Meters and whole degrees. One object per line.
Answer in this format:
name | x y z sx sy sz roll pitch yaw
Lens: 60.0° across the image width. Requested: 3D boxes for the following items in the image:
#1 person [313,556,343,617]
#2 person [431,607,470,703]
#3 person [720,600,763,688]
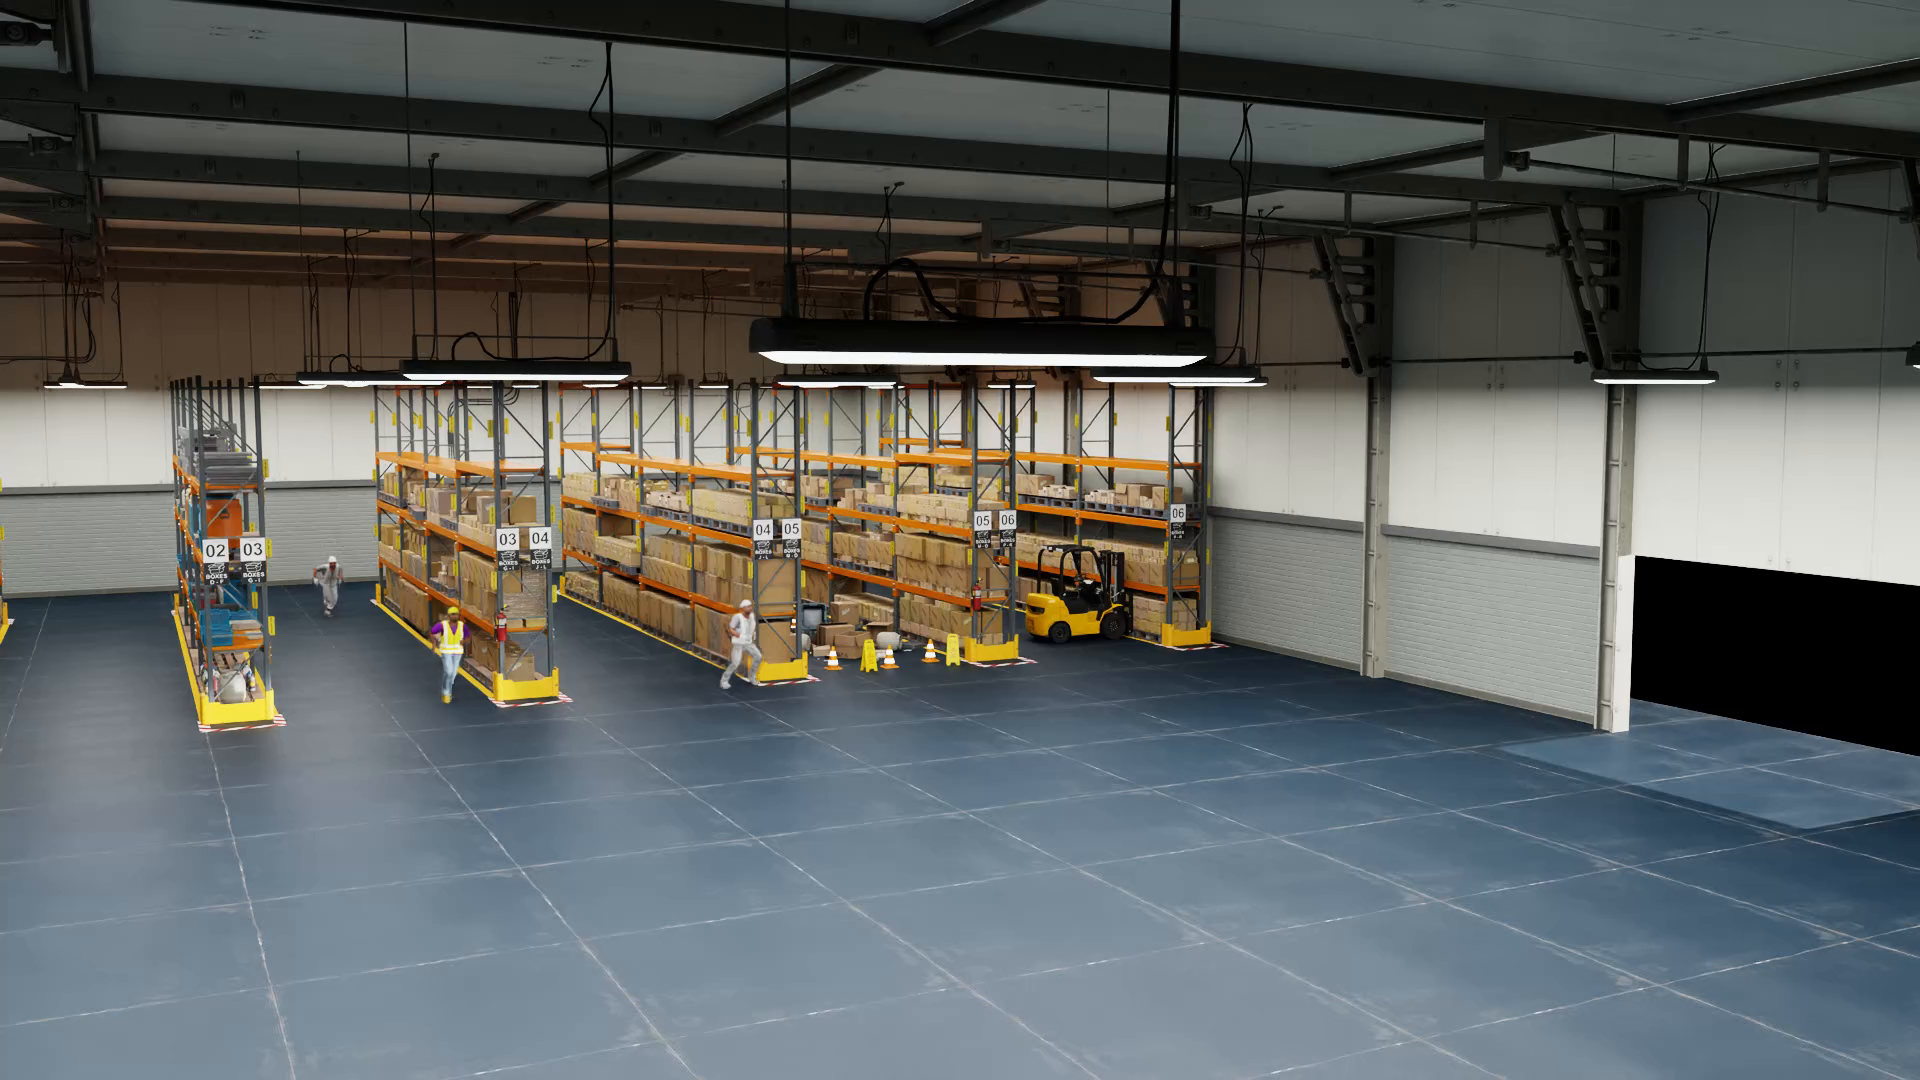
person | -16.009 1.188 42.166 0.694 1.593 0.821 -4 7 -39
person | -9.437 2.135 30.881 0.668 1.817 0.680 -4 6 -35
person | -4.193 2.004 32.257 0.677 1.713 0.815 3 6 34
